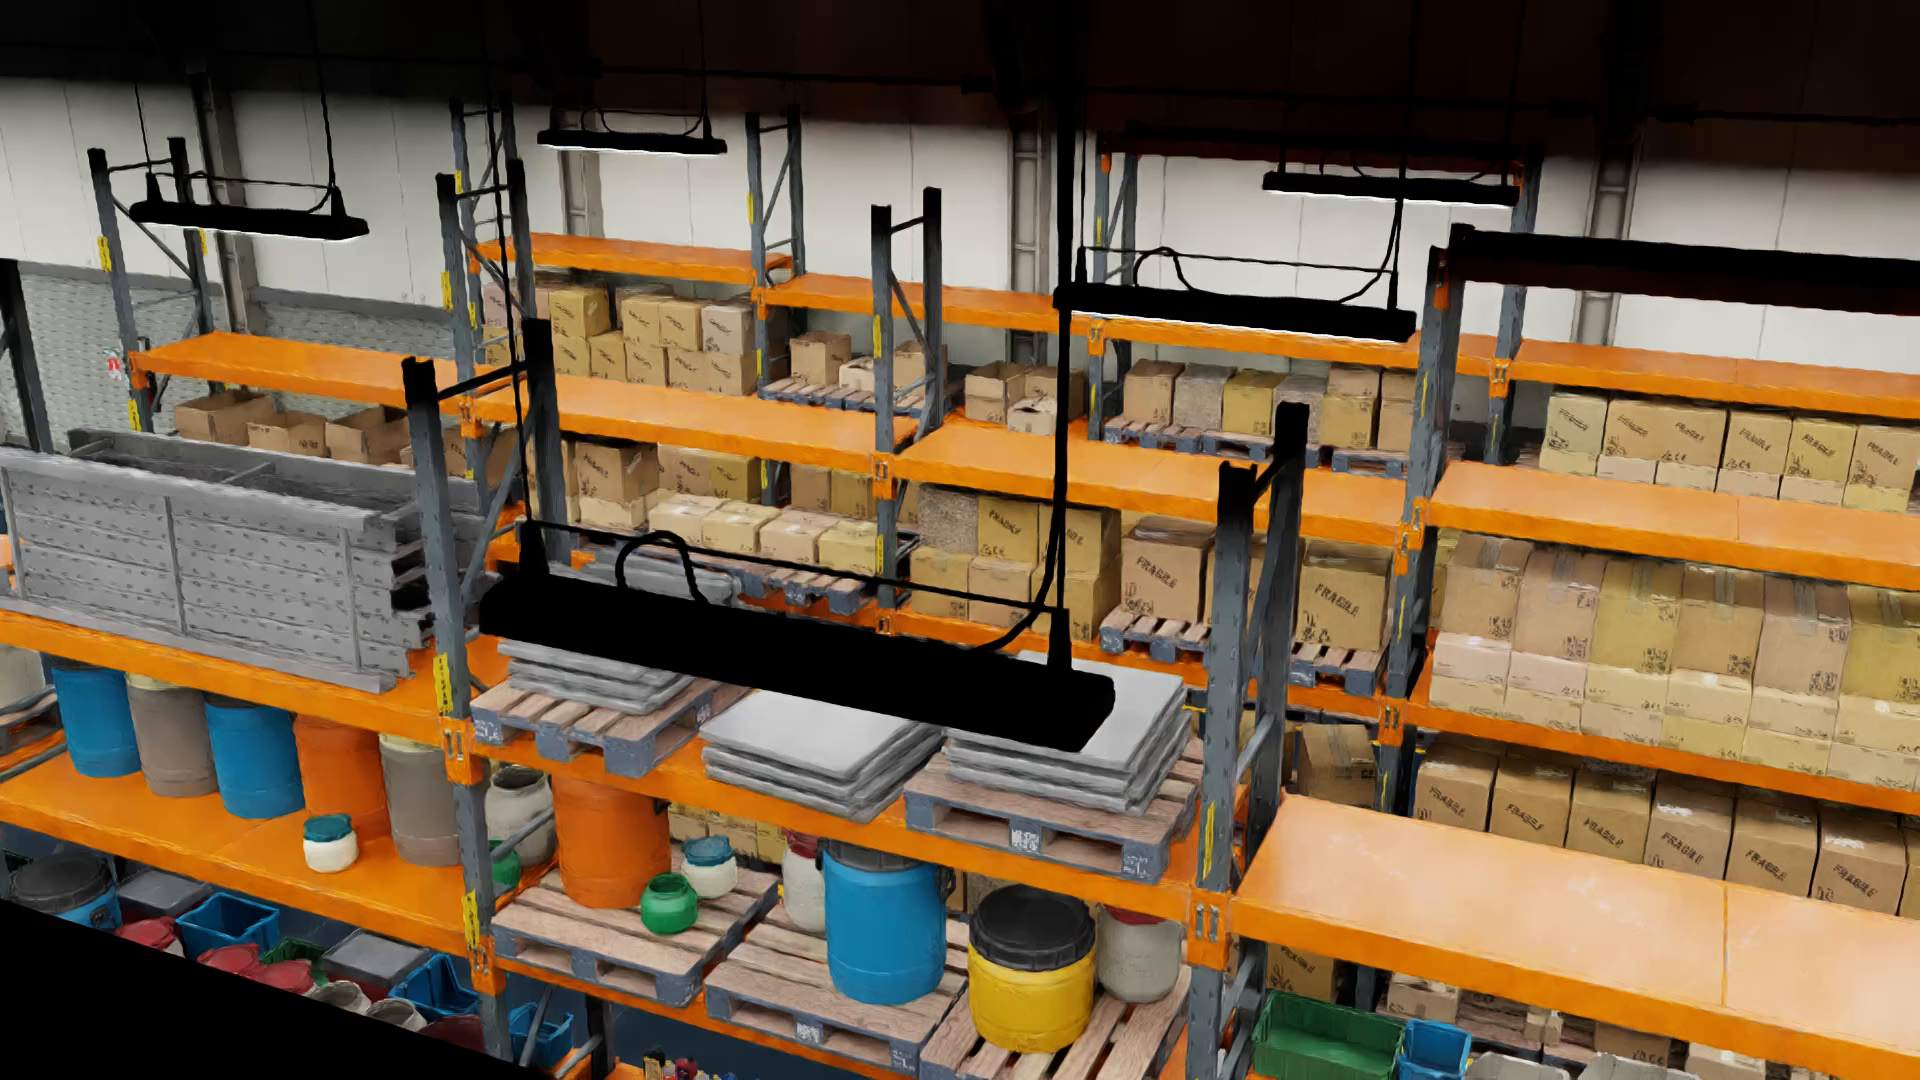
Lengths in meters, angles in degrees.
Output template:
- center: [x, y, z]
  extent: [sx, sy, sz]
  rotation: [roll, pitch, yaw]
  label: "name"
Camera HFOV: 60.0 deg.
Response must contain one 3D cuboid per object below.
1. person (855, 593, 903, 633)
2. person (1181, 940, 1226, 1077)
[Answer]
- center: [-0.927, 0.782, 18.125]
  extent: [0.565, 1.729, 0.463]
  rotation: [0, 21, 0]
  label: "person"
- center: [1.608, 3.440, 11.076]
  extent: [0.546, 1.733, 0.729]
  rotation: [8, 22, 20]
  label: "person"
